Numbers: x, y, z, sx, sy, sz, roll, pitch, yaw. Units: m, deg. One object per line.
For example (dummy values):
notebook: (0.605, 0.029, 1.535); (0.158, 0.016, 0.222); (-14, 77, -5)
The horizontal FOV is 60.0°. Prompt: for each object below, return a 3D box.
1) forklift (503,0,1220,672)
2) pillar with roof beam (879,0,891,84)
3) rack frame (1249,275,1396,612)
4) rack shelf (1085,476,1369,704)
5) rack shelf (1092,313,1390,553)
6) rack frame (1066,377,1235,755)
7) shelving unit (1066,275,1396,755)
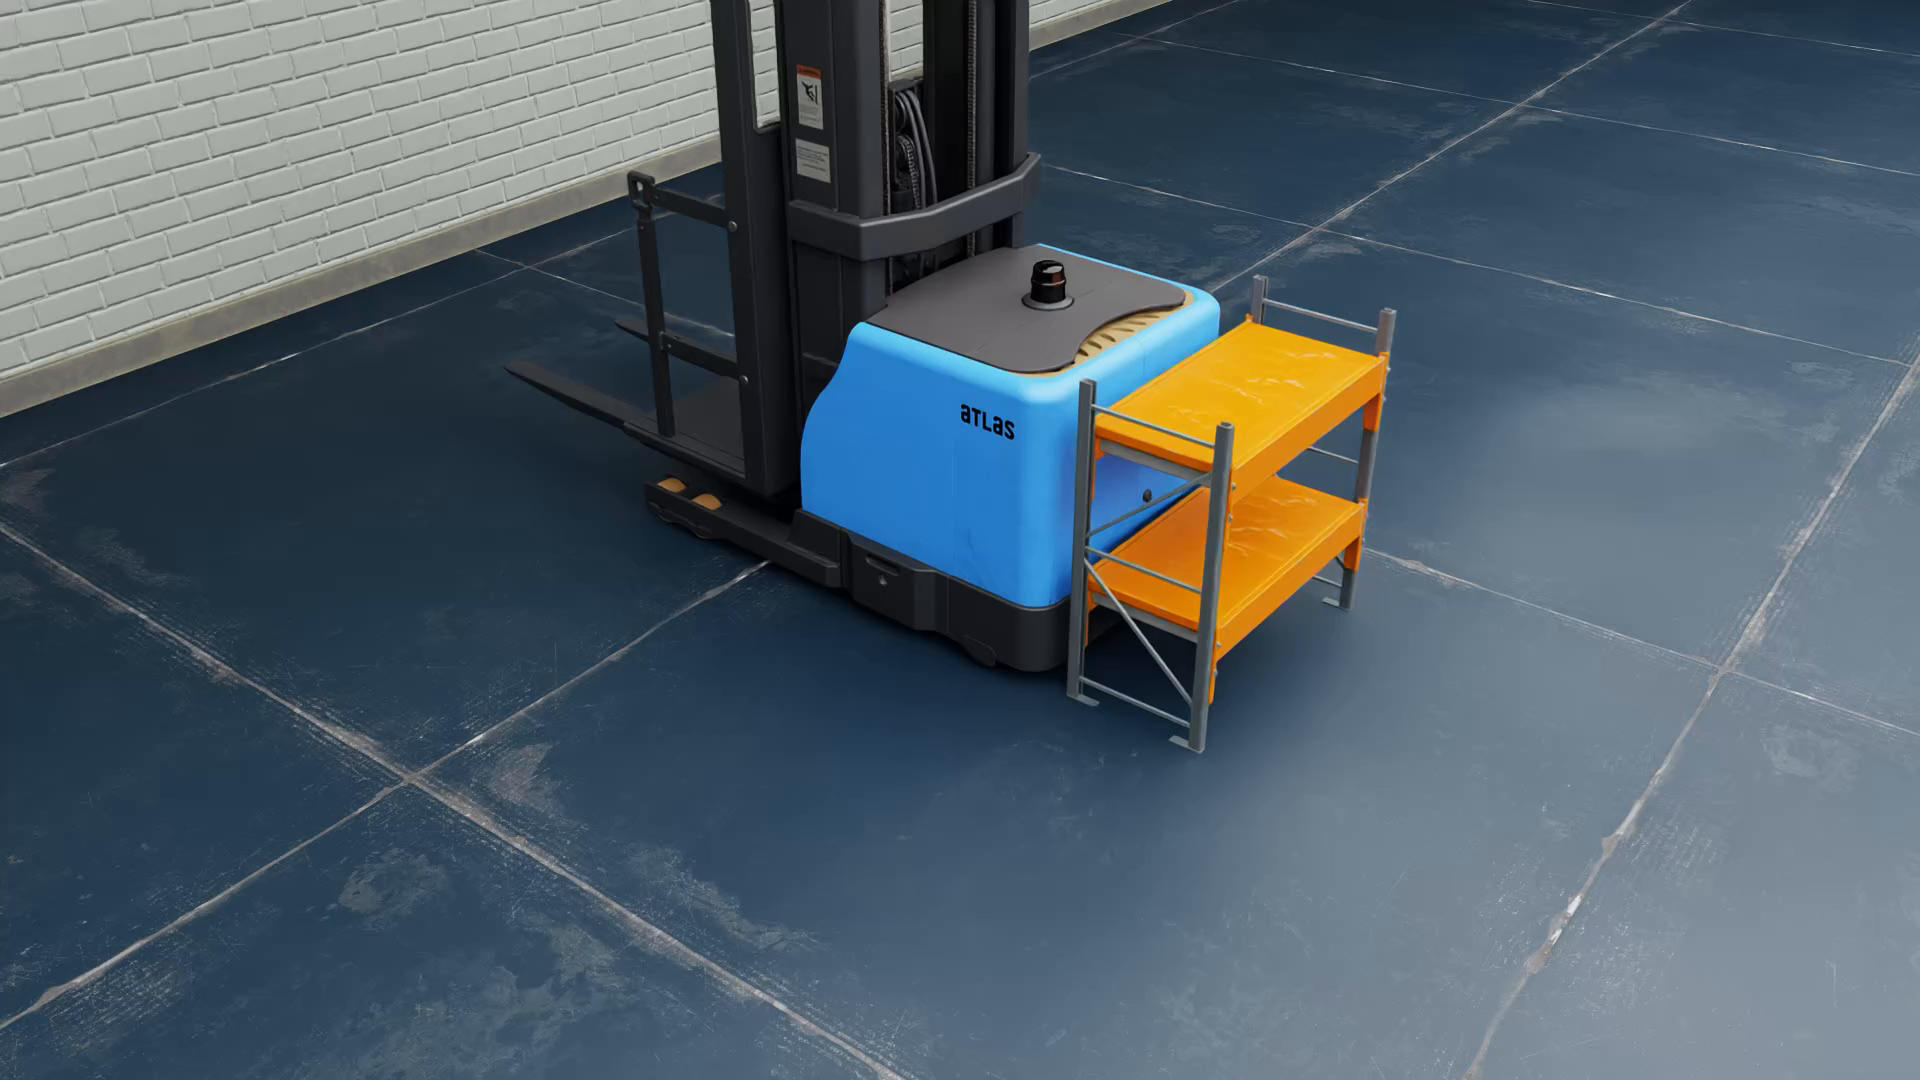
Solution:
forklift: (-0.572, -1.449, 5.821); (3.031, 2.935, 1.130); (23, 38, 34)
pillar with roof beam: (2.747, -5.281, 6.334); (9.100, 9.000, 0.400); (21, 37, 31)
rack frame: (1.177, -0.315, 5.677); (0.500, 1.125, 0.032); (22, 37, 32)
rack shelf: (0.864, 0.100, 5.457); (0.538, 0.278, 1.000); (22, 37, 32)
rack shelf: (0.865, -0.362, 5.183); (0.538, 0.278, 1.000); (22, 37, 32)
rack frame: (0.552, 0.094, 4.987); (0.500, 1.125, 0.032); (22, 37, 32)
shelving unit: (0.864, -0.110, 5.332); (0.538, 1.125, 1.048); (22, 37, 32)
